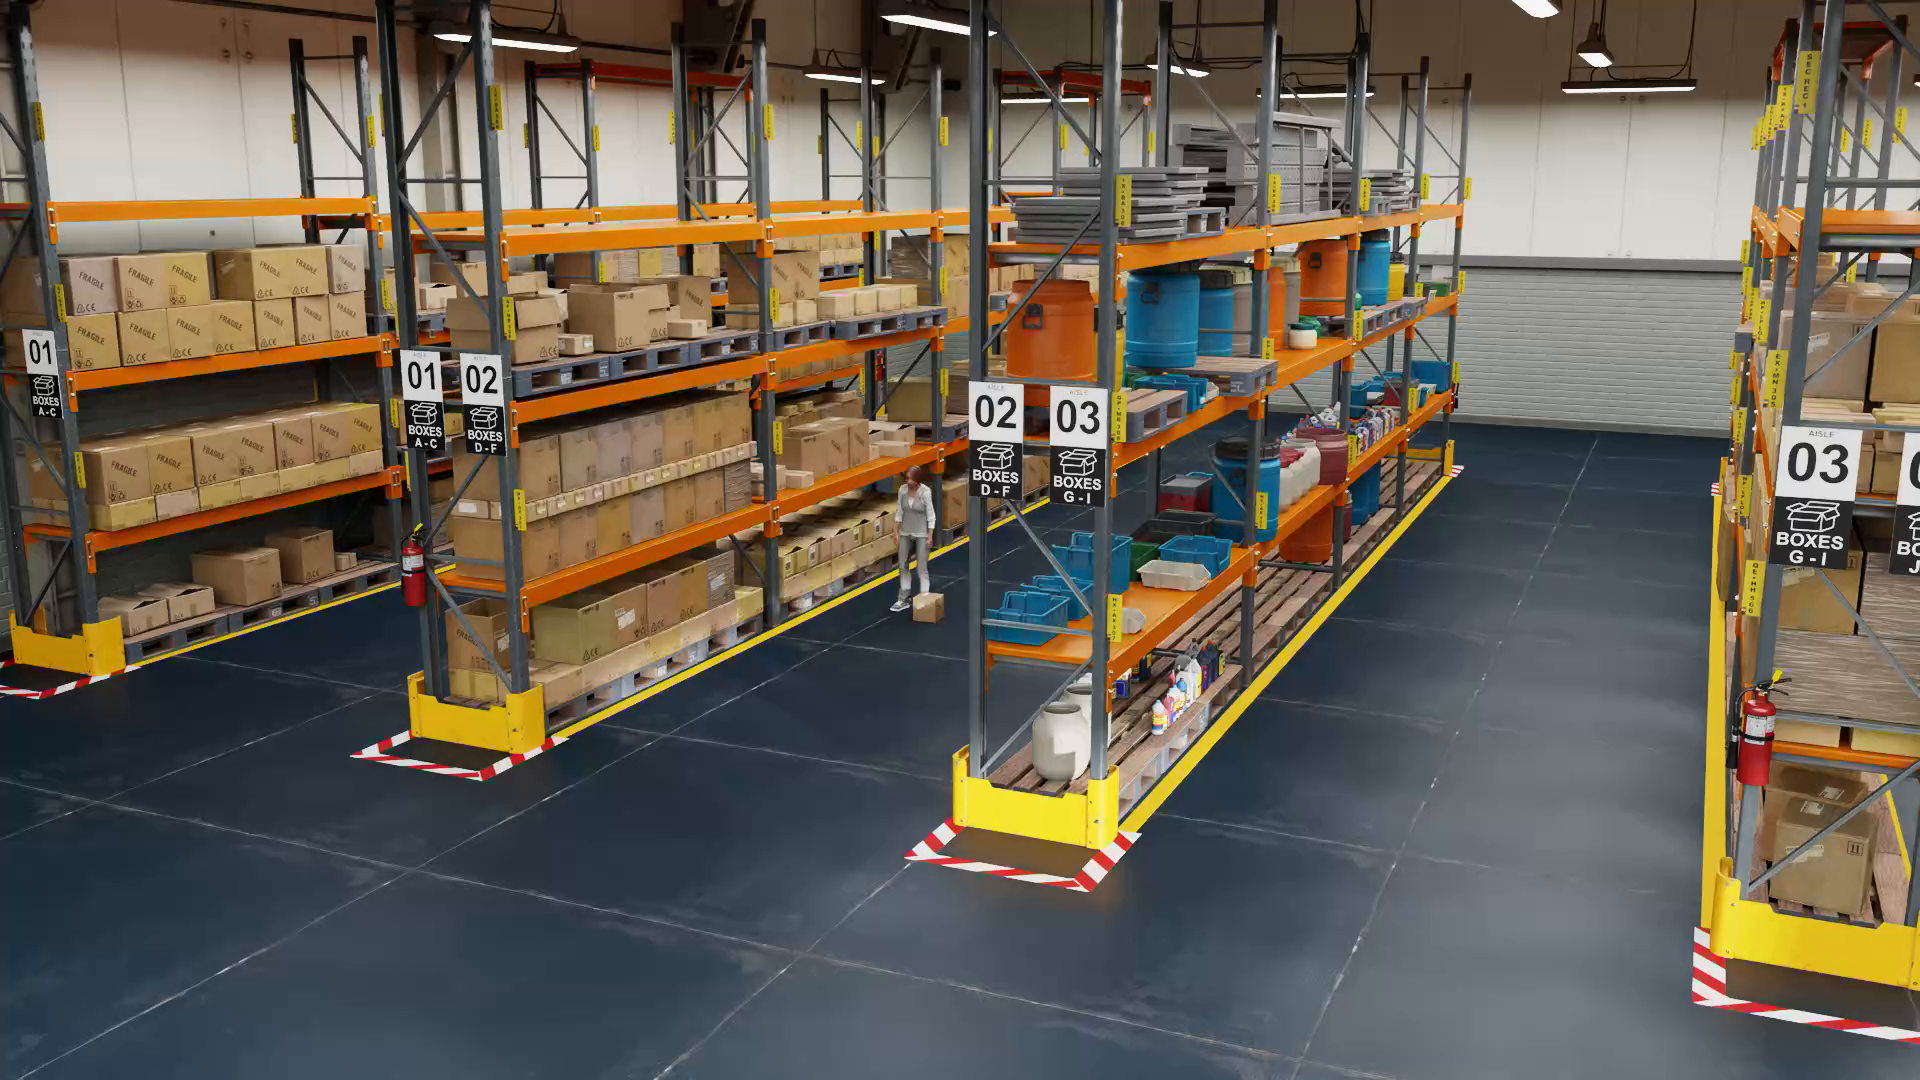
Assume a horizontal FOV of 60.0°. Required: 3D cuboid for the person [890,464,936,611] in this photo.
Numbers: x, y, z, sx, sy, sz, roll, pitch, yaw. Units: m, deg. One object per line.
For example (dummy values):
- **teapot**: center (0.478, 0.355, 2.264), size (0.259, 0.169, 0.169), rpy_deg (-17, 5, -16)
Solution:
- **person**: center (-0.482, -0.022, 17.596), size (0.461, 1.591, 0.344), rpy_deg (5, 14, 23)
